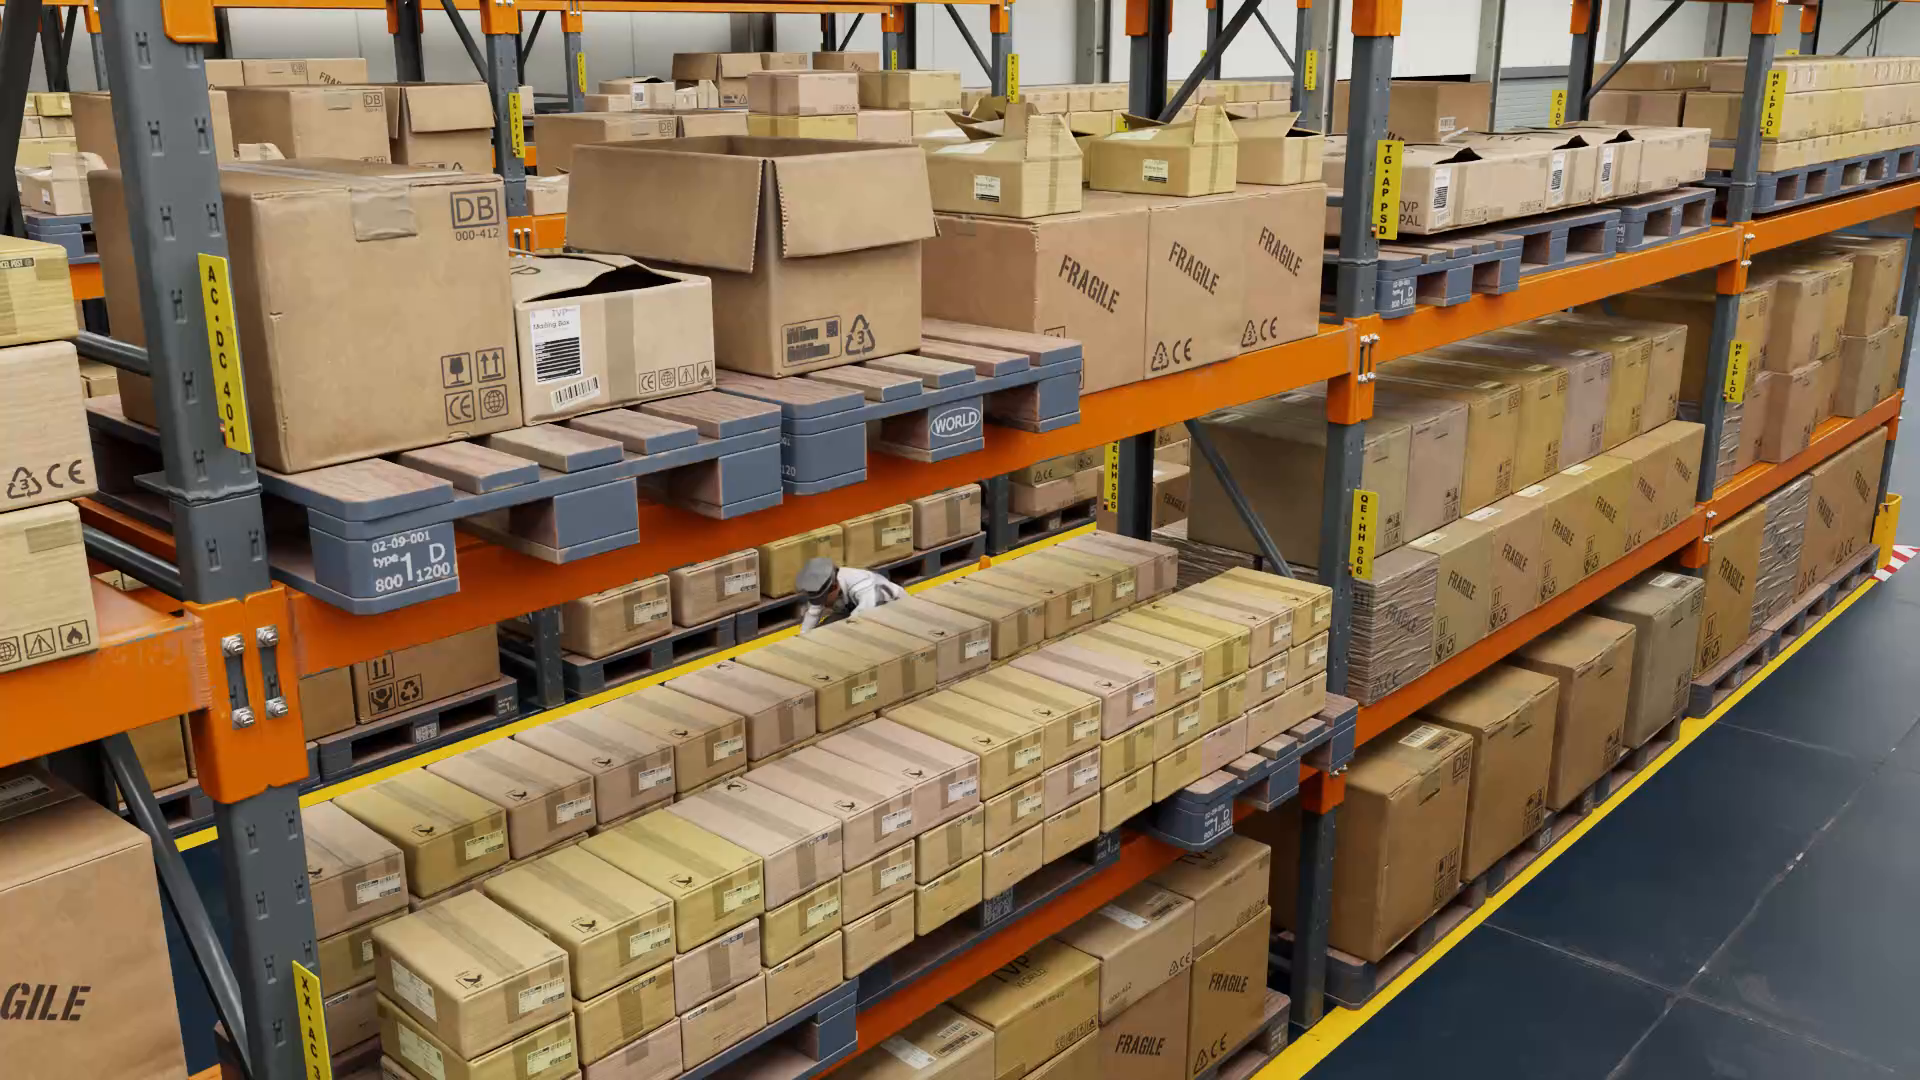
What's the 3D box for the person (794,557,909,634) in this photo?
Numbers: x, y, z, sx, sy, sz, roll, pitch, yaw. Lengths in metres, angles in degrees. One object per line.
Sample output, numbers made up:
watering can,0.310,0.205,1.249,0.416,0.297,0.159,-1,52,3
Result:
person,-0.626,0.494,9.670,0.483,0.946,0.851,15,22,39
